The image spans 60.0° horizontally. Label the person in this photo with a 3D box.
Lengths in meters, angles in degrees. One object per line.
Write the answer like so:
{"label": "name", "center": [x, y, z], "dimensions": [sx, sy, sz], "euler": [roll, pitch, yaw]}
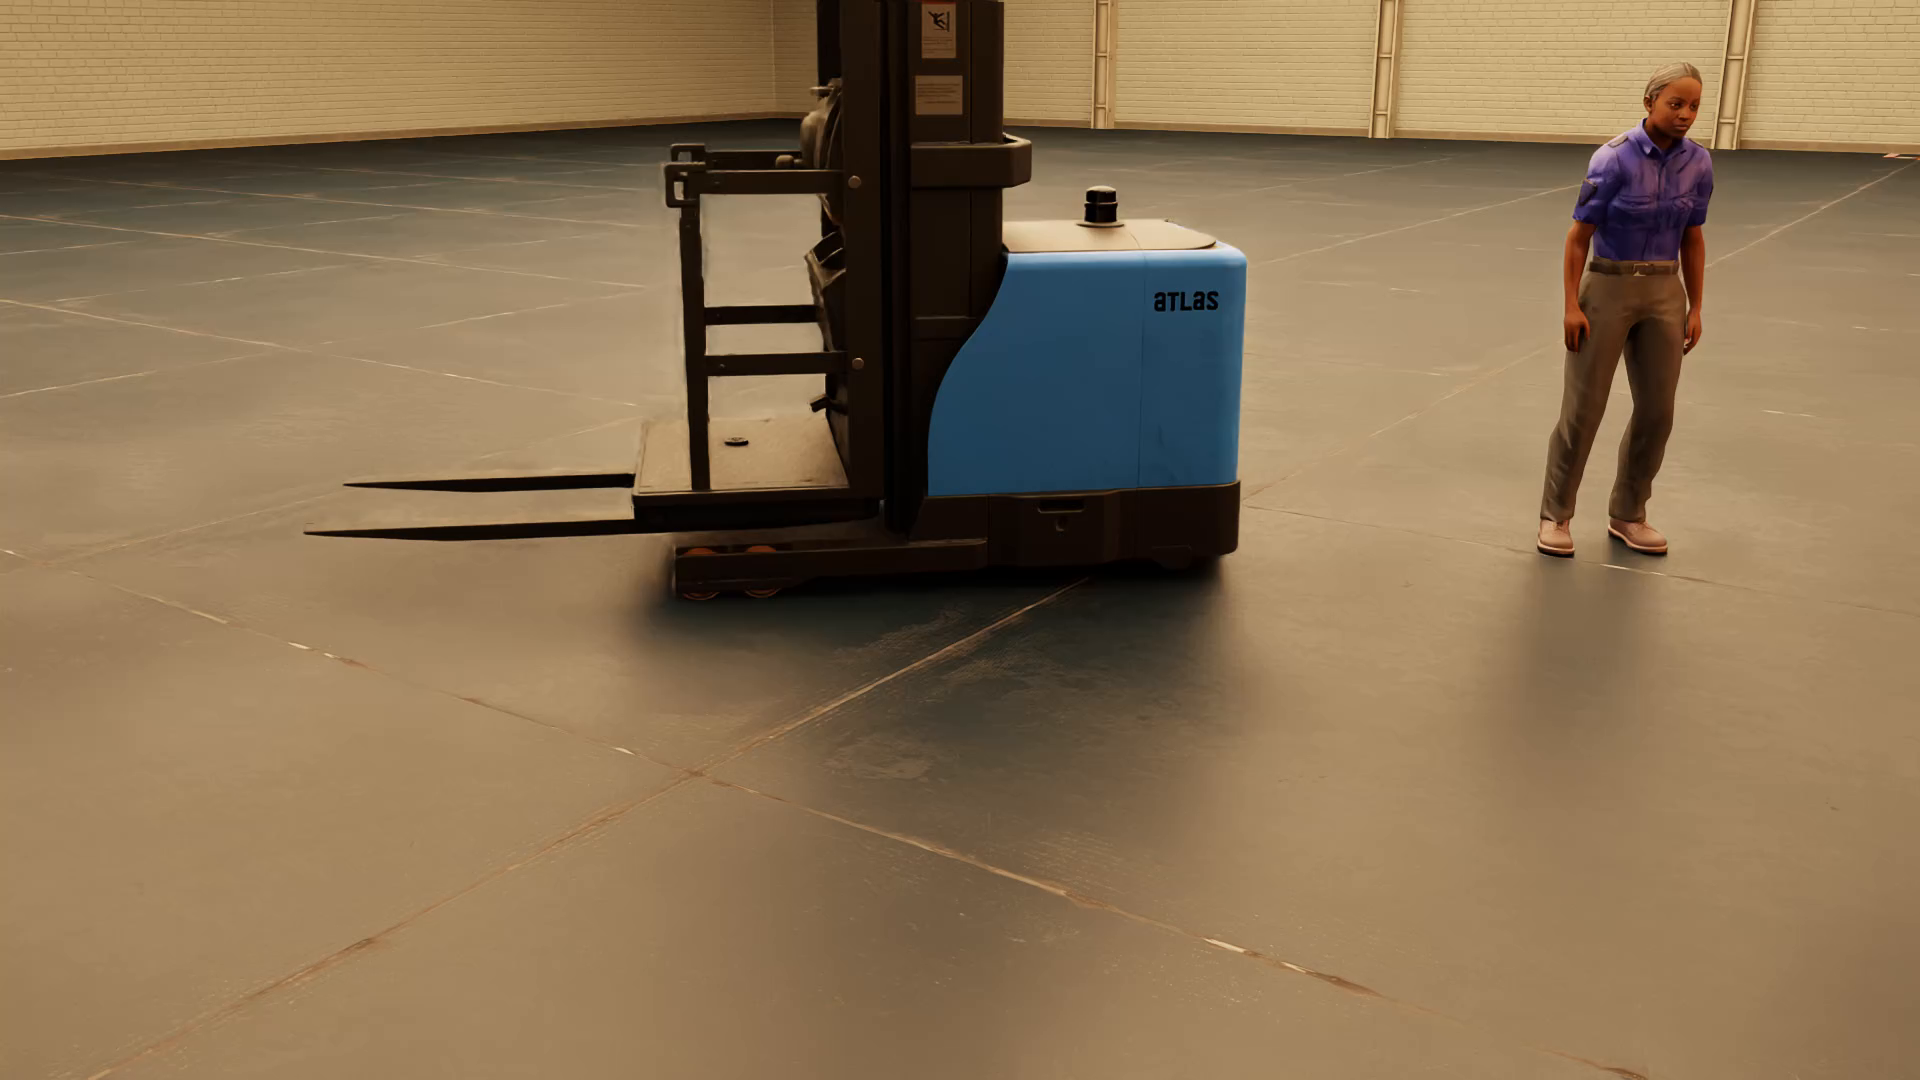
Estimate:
{"label": "person", "center": [2.285, -0.782, 5.683], "dimensions": [0.527, 1.653, 0.348], "euler": [-1, 17, -4]}

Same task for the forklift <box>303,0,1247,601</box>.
{"label": "forklift", "center": [-0.626, -1.372, 5.421], "dimensions": [3.031, 2.935, 1.130], "euler": [-2, 17, -8]}
